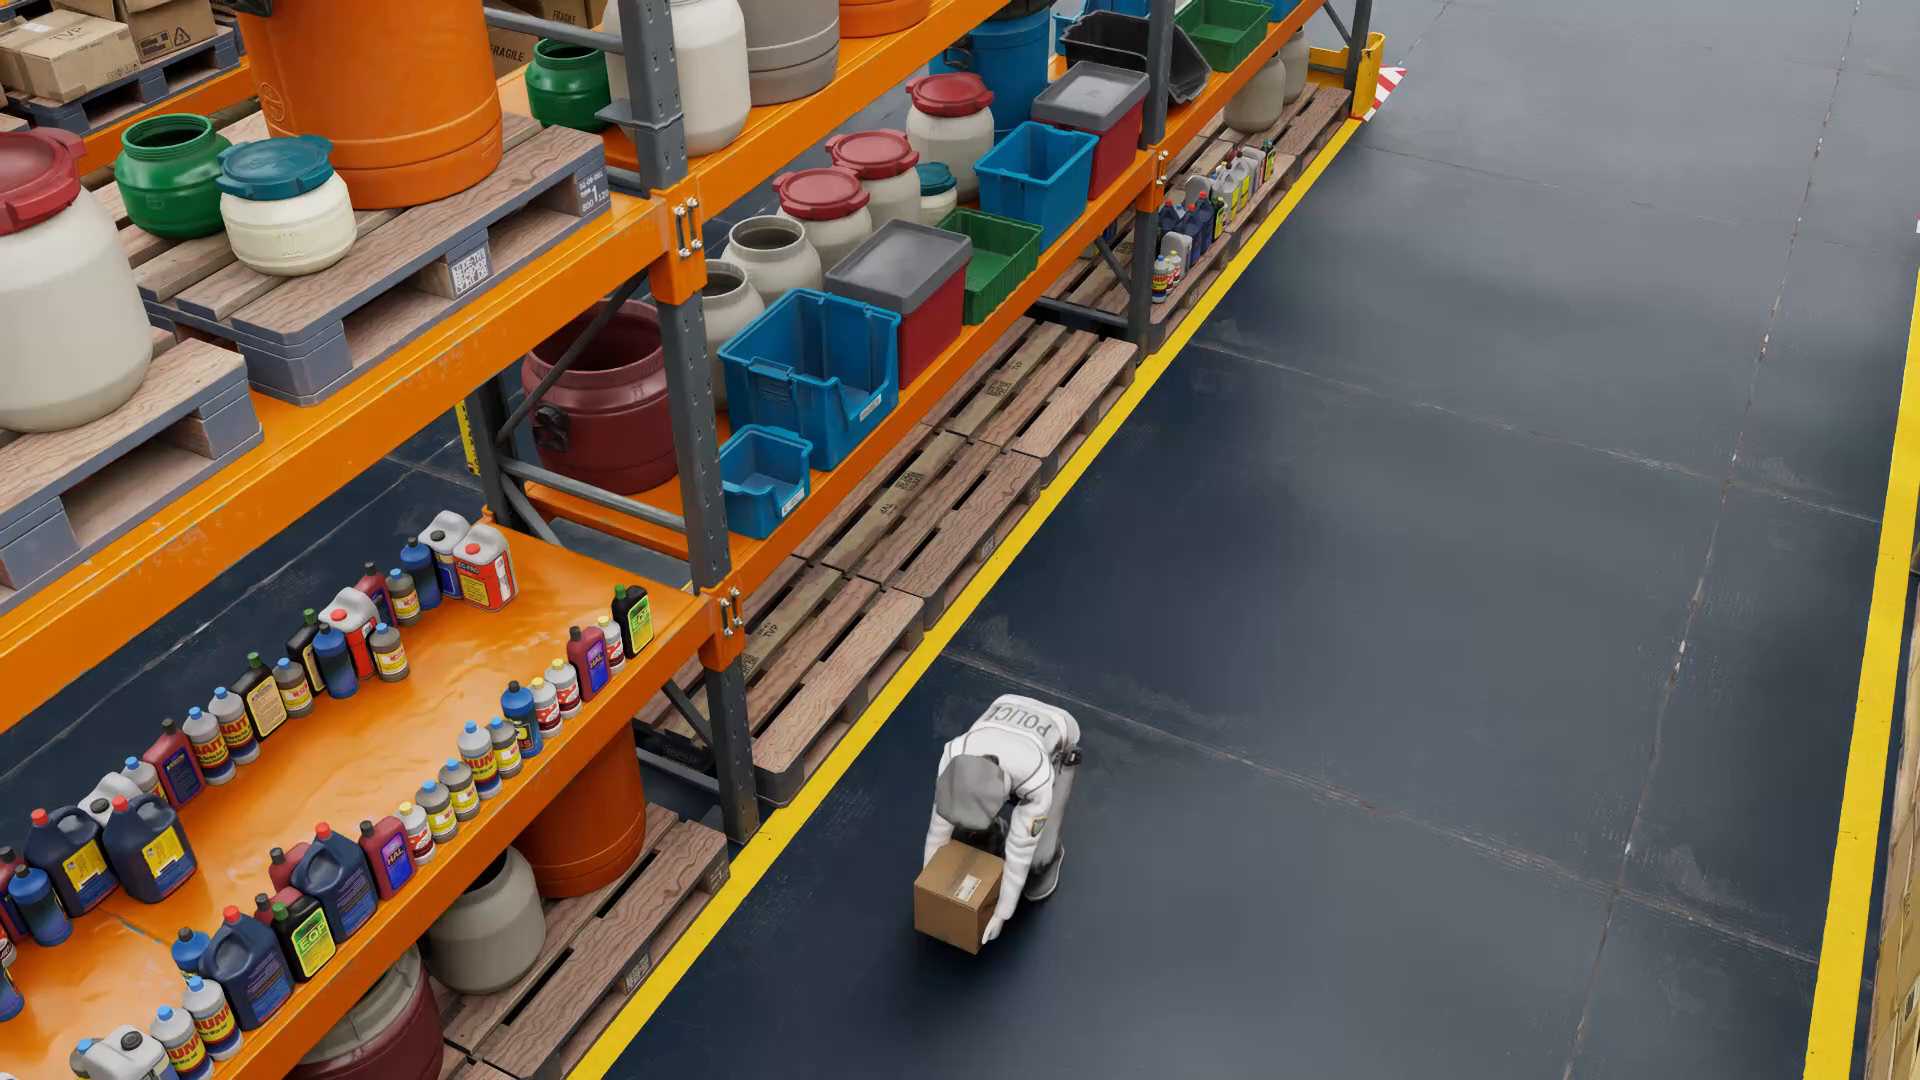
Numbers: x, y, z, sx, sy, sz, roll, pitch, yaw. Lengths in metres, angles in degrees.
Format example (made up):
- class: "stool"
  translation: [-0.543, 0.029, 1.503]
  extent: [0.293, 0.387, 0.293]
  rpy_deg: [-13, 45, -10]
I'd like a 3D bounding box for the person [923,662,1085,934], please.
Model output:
- class: "person"
  translation: [0.138, 0.966, 6.035]
  extent: [0.458, 1.033, 0.921]
  rpy_deg: [16, 41, 19]
